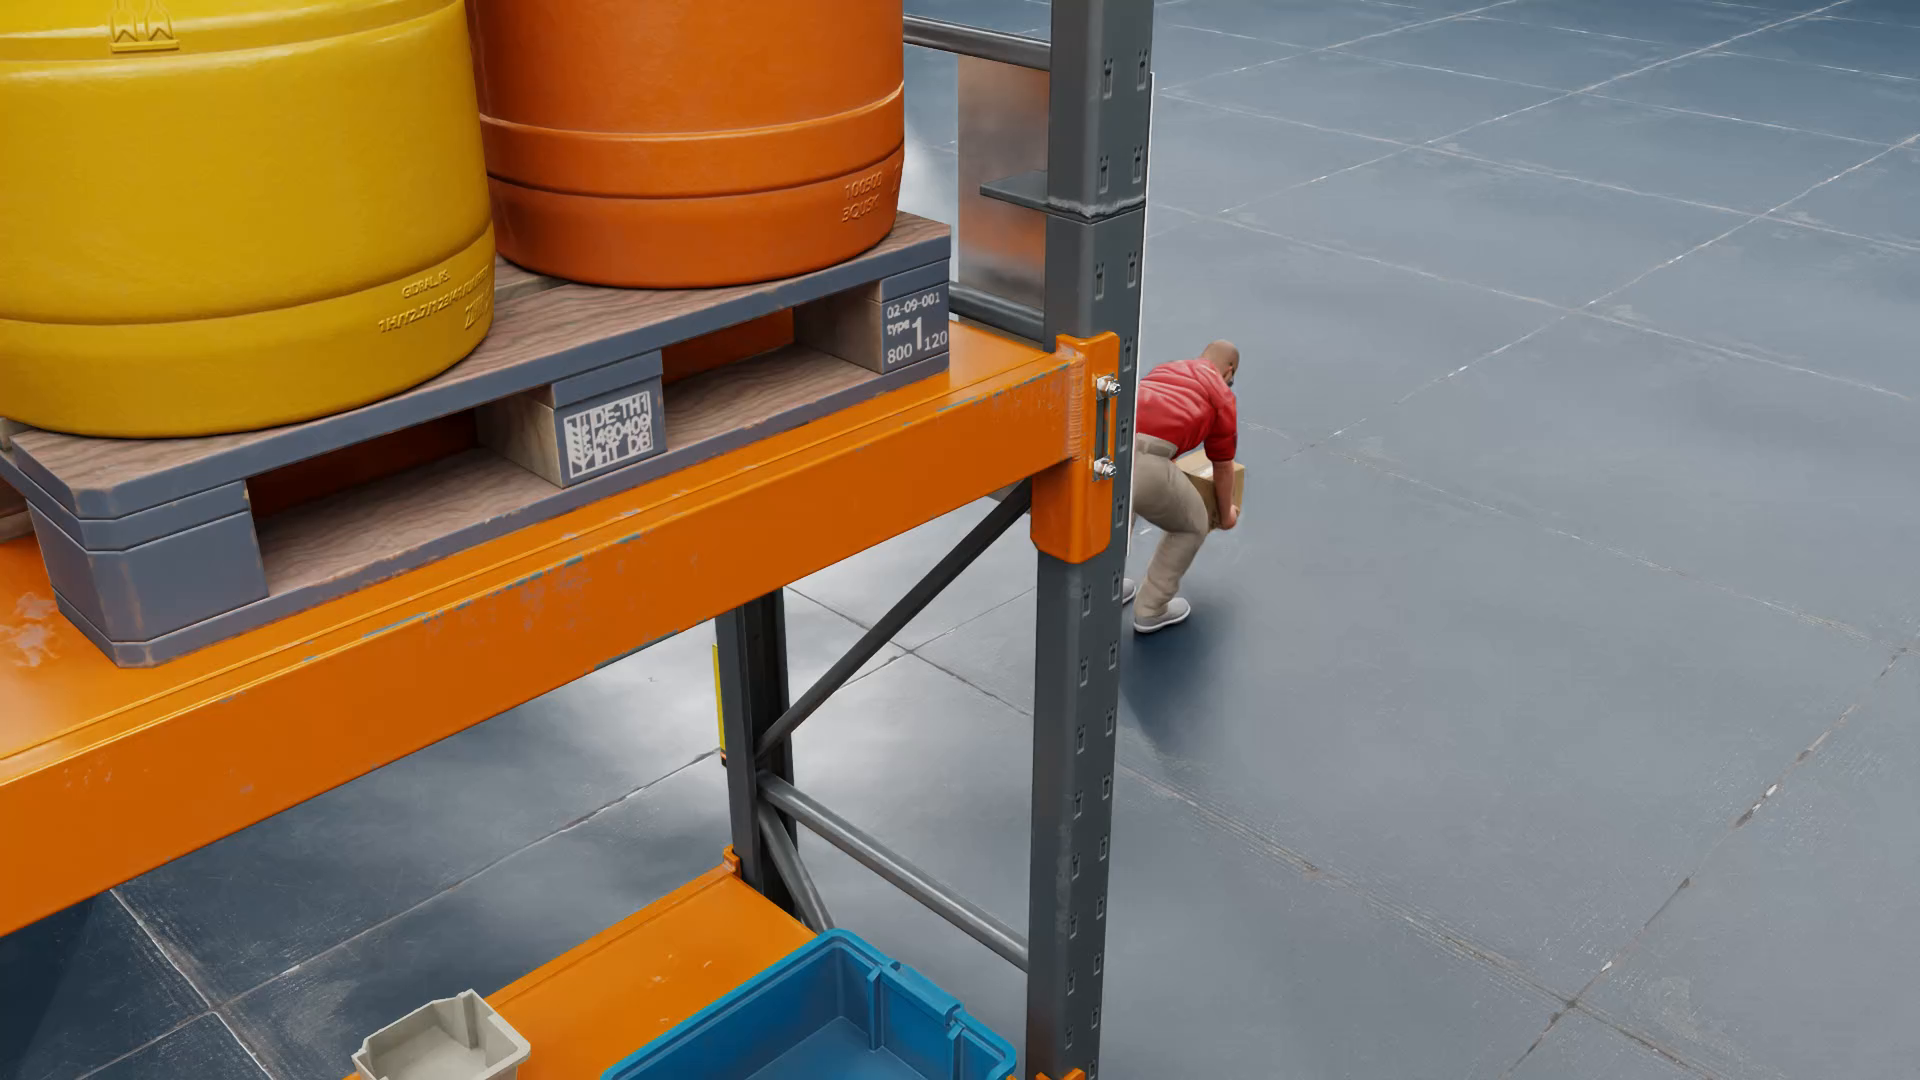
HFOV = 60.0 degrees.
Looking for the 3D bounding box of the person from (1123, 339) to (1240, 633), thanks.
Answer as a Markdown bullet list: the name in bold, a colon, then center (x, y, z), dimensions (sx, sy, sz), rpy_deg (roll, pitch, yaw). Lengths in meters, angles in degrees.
- **person**: center (0.916, -0.237, 7.248), dimensions (0.503, 1.124, 0.881), rpy_deg (23, 35, 36)
